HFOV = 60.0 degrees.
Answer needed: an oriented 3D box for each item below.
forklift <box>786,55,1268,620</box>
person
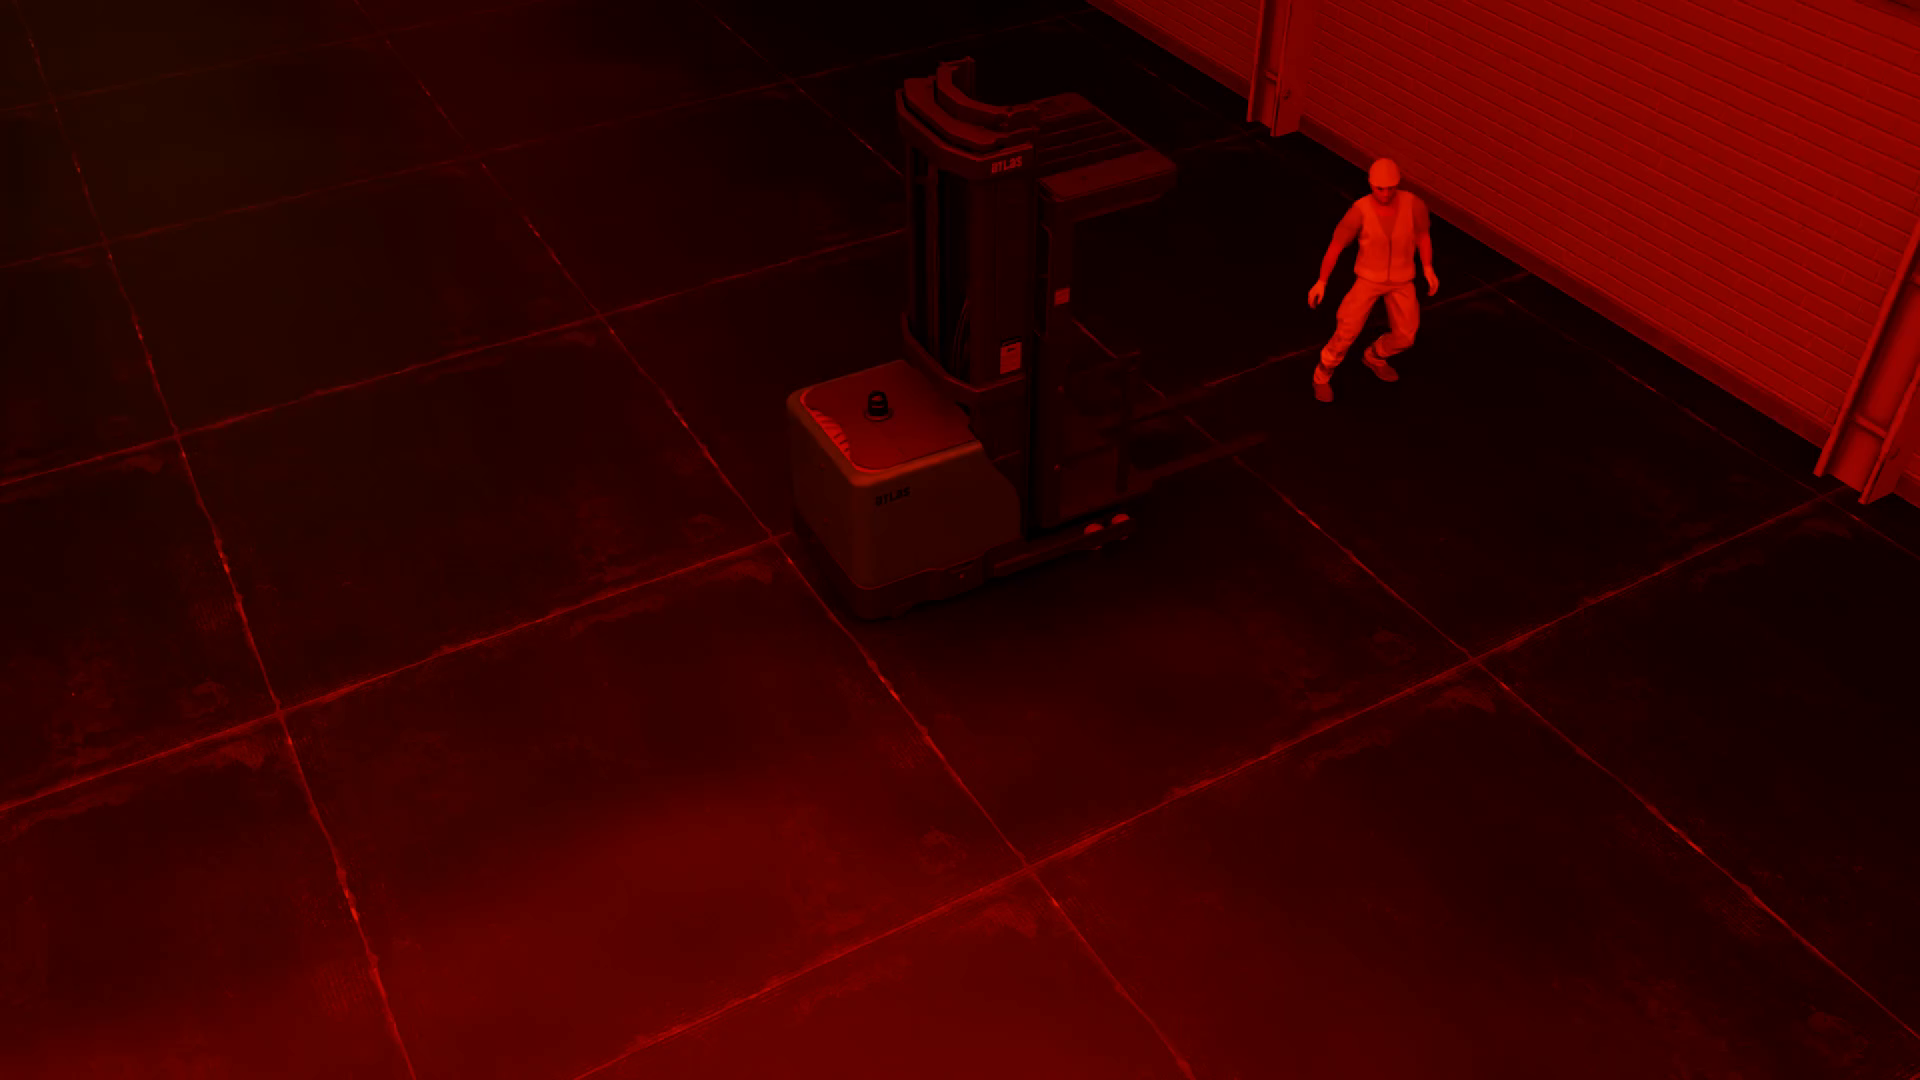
[{"bbox_3d":[0.511,-1.342,9.654,3.031,2.935,1.130,-19,43,-22],"label":"forklift"},{"bbox_3d":[2.750,-1.726,11.101,0.859,1.688,0.524,1,40,1],"label":"person"}]
